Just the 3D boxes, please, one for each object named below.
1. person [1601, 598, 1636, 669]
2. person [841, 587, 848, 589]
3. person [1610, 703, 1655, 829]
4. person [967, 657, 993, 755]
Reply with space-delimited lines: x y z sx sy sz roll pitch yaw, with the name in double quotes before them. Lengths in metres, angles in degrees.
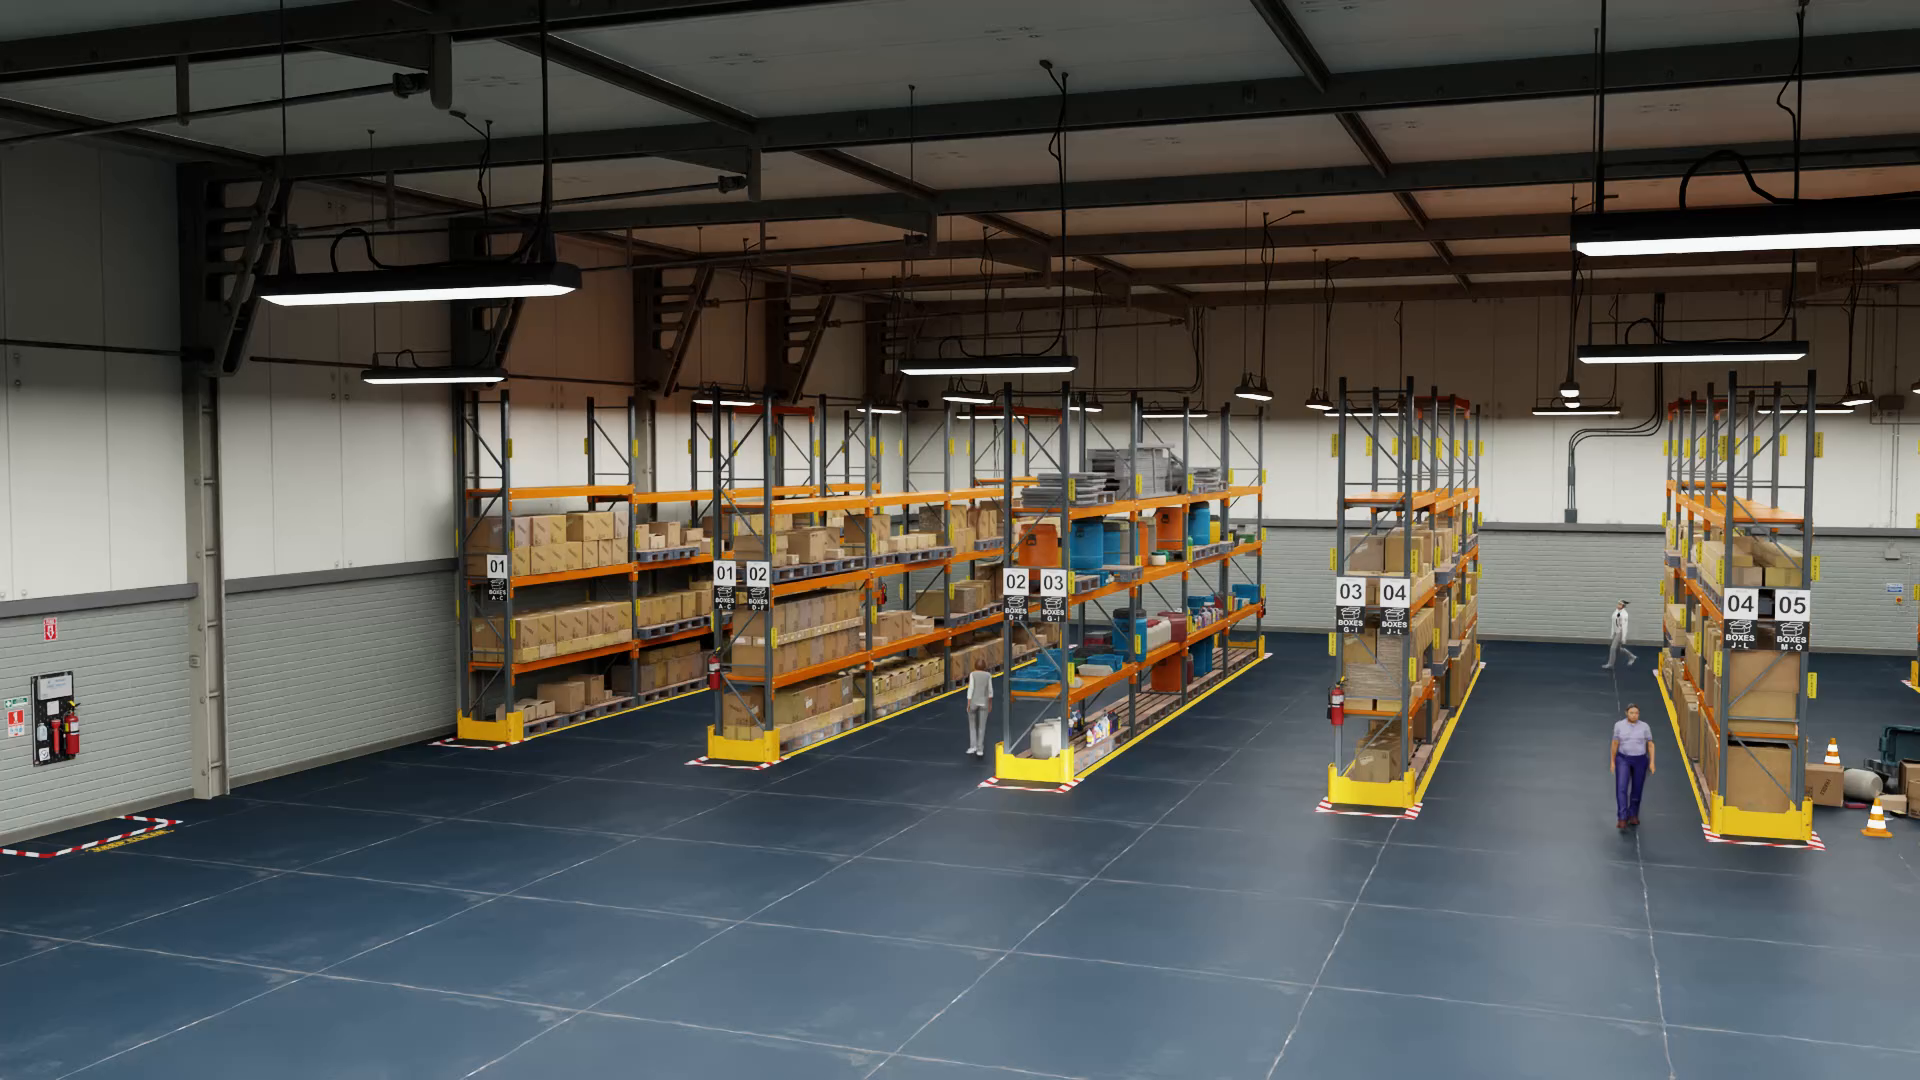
"person" 14.980 2.110 37.583 0.882 1.628 0.488 -1 3 -10
"person" -2.633 1.885 36.791 0.575 1.682 0.729 1 3 12
"person" 8.875 2.966 21.920 0.535 1.634 0.733 1 3 15
"person" 0.327 2.725 27.159 0.439 1.613 0.647 0 3 -2
